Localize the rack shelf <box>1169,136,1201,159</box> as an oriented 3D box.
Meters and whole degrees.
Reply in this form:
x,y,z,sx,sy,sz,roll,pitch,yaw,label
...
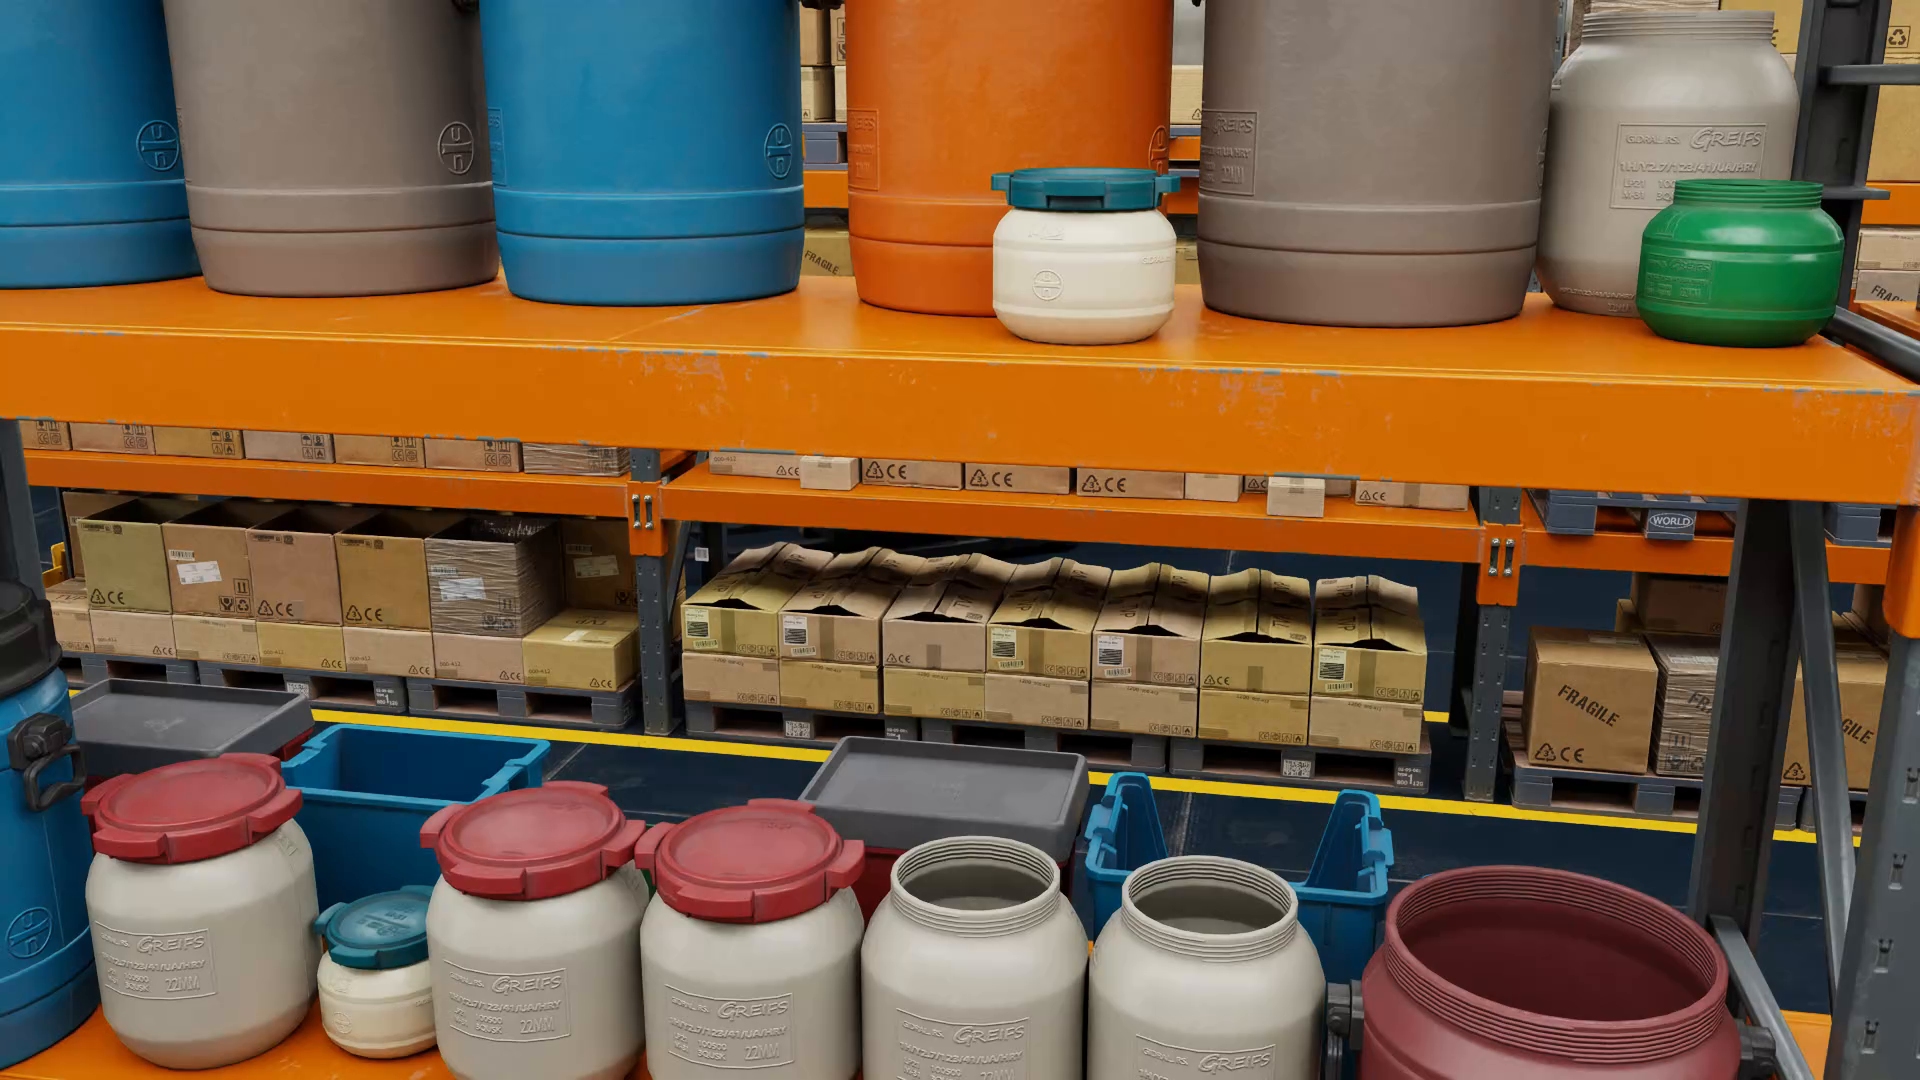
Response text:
x,y,z,sx,sy,sz,roll,pitch,yaw,label
1.506,-2.871,12.464,4.000,0.370,1.077,3,16,11,rack shelf

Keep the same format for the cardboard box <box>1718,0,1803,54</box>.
x,y,z,sx,sy,sz,roll,pitch,yaw,label
3.408,-2.293,6.971,0.500,0.500,0.500,3,16,11,cardboard box

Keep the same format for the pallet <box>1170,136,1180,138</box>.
x,y,z,sx,sy,sz,roll,pitch,yaw,label
1.147,-3.118,12.362,1.003,0.211,1.213,3,16,11,pallet

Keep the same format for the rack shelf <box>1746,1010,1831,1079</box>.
x,y,z,sx,sy,sz,roll,pitch,yaw,label
3.452,1.379,2.741,4.000,0.370,1.077,3,16,11,rack shelf

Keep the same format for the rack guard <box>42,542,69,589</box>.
x,y,z,sx,sy,sz,roll,pitch,yaw,label
-5.381,0.409,9.580,0.348,0.500,1.175,3,16,11,rack guard

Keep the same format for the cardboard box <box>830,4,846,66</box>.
x,y,z,sx,sy,sz,roll,pitch,yaw,label
-0.278,-2.452,7.694,0.500,0.500,0.500,5,16,16,cardboard box

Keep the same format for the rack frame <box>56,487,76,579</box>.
x,y,z,sx,sy,sz,roll,pitch,yaw,label
-5.357,-0.795,9.242,0.127,3.000,1.000,3,16,11,rack frame

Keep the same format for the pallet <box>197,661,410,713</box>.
x,y,z,sx,sy,sz,roll,pitch,yaw,label
-3.407,0.644,9.271,1.213,0.211,1.003,3,16,11,pallet

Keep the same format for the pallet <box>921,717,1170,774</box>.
x,y,z,sx,sy,sz,roll,pitch,yaw,label
0.492,0.855,8.509,1.213,0.211,1.003,3,16,11,pallet

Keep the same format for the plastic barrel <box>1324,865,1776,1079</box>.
x,y,z,sx,sy,sz,roll,pitch,yaw,label
0.977,0.915,2.813,0.708,0.536,0.600,3,16,11,plastic barrel

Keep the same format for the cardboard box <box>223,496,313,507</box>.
x,y,z,sx,sy,sz,roll,pitch,yaw,label
-3.789,-0.033,9.453,0.500,0.500,0.500,3,16,11,cardboard box

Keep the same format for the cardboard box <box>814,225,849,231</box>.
x,y,z,sx,sy,sz,roll,pitch,yaw,label
-0.873,-2.256,13.358,0.500,0.500,0.500,3,16,10,cardboard box

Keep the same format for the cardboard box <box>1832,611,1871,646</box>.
x,y,z,sx,sy,sz,roll,pitch,yaw,label
3.953,0.639,7.923,0.500,0.500,0.500,3,16,9,cardboard box

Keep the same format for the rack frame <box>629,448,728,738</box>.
x,y,z,sx,sy,sz,roll,pitch,yaw,label
-1.437,-0.582,8.474,0.127,3.000,1.000,3,16,11,rack frame

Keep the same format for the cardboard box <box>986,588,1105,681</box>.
x,y,z,sx,sy,sz,roll,pitch,yaw,label
0.425,0.439,8.101,0.500,0.311,0.500,4,16,13,cardboard box

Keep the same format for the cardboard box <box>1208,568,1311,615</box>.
x,y,z,sx,sy,sz,roll,pitch,yaw,label
1.511,0.353,8.413,0.500,0.311,0.500,3,16,10,cardboard box

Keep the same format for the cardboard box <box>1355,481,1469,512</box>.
x,y,z,sx,sy,sz,roll,pitch,yaw,label
2.135,-0.357,7.829,0.500,0.311,0.500,4,16,15,cardboard box

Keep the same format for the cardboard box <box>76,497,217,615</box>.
x,y,z,sx,sy,sz,roll,pitch,yaw,label
-4.386,0.079,9.046,0.500,0.500,0.500,3,16,11,cardboard box

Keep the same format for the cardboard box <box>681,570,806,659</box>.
x,y,z,sx,sy,sz,roll,pitch,yaw,label
-1.082,0.358,8.395,0.500,0.311,0.500,3,16,11,cardboard box

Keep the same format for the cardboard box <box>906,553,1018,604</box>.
x,y,z,sx,sy,sz,roll,pitch,yaw,label
0.016,0.270,8.711,0.500,0.311,0.500,3,16,11,cardboard box

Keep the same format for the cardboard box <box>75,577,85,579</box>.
x,y,z,sx,sy,sz,roll,pitch,yaw,label
-4.773,0.279,9.729,0.500,0.250,0.500,3,16,11,cardboard box

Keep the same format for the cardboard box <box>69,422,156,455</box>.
x,y,z,sx,sy,sz,roll,pitch,yaw,label
-4.387,-0.788,9.031,0.500,0.500,0.700,4,16,13,cardboard box

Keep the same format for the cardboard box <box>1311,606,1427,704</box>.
x,y,z,sx,sy,sz,roll,pitch,yaw,label
1.920,0.520,7.810,0.500,0.311,0.500,4,16,13,cardboard box

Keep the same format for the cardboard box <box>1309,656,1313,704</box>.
x,y,z,sx,sy,sz,roll,pitch,yaw,label
1.535,0.622,8.490,0.500,0.250,0.500,3,16,10,cardboard box

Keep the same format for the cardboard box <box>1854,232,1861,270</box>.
x,y,z,sx,sy,sz,roll,pitch,yaw,label
5.878,-2.030,11.514,0.500,0.250,0.500,3,16,12,cardboard box

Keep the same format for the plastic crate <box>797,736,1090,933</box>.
x,y,z,sx,sy,sz,roll,pitch,yaw,label
-0.031,0.730,3.619,0.583,0.464,0.402,3,16,11,plastic crate

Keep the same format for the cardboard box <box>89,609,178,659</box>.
x,y,z,sx,sy,sz,roll,pitch,yaw,label
-4.385,0.440,9.147,0.500,0.250,0.500,3,16,11,cardboard box

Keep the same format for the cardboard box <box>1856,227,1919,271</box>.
x,y,z,sx,sy,sz,roll,pitch,yaw,label
6.378,-2.003,11.416,0.500,0.250,0.500,3,16,12,cardboard box

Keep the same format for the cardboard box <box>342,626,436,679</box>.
x,y,z,sx,sy,sz,roll,pitch,yaw,label
-2.916,0.521,8.855,0.500,0.250,0.500,3,16,11,cardboard box

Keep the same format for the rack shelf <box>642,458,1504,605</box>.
x,y,z,sx,sy,sz,roll,pitch,yaw,label
0.523,-0.129,8.186,4.000,0.370,1.077,3,16,11,rack shelf

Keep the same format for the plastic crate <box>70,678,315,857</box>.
x,y,z,sx,sy,sz,roll,pitch,yaw,label
-1.893,0.628,3.984,0.583,0.464,0.402,3,16,11,plastic crate

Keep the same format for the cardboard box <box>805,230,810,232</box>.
x,y,z,sx,sy,sz,roll,pitch,yaw,label
-1.469,-2.146,12.959,0.500,0.500,0.500,3,16,11,cardboard box

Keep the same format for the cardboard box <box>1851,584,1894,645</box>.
x,y,z,sx,sy,sz,roll,pitch,yaw,label
4.505,0.306,7.723,0.500,0.250,0.500,3,16,10,cardboard box

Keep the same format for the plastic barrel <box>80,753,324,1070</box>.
x,y,z,sx,sy,sz,roll,pitch,yaw,label
-1.534,0.756,3.388,0.433,0.535,0.433,0,15,0,plastic barrel

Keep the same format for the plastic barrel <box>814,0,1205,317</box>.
x,y,z,sx,sy,sz,roll,pitch,yaw,label
0.089,-0.861,3.059,0.708,0.830,0.600,3,16,11,plastic barrel

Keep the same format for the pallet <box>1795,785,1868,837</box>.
x,y,z,sx,sy,sz,roll,pitch,yaw,label
4.398,1.090,7.663,1.213,0.211,1.003,3,16,11,pallet

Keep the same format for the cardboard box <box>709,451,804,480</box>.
x,y,z,sx,sy,sz,roll,pitch,yaw,label
-0.946,-0.495,8.441,0.500,0.250,0.500,4,16,15,cardboard box

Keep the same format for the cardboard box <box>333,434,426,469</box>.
x,y,z,sx,sy,sz,roll,pitch,yaw,label
-2.882,-0.706,8.735,0.500,0.500,0.700,3,16,12,cardboard box

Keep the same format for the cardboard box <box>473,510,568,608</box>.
x,y,z,sx,sy,sz,roll,pitch,yaw,label
-2.321,0.048,9.158,0.500,0.500,0.500,3,16,11,cardboard box

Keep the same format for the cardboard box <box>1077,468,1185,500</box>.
x,y,z,sx,sy,sz,roll,pitch,yaw,label
0.835,-0.502,7.999,0.500,0.500,0.500,2,16,8,cardboard box

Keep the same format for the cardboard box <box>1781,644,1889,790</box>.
x,y,z,sx,sy,sz,roll,pitch,yaw,label
3.876,0.777,7.427,0.500,0.500,0.500,3,16,10,cardboard box

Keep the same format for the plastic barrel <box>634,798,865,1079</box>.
x,y,z,sx,sy,sz,roll,pitch,yaw,label
-0.391,0.818,3.164,0.433,0.535,0.433,0,15,0,plastic barrel

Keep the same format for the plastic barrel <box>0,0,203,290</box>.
x,y,z,sx,sy,sz,roll,pitch,yaw,label
-1.887,-1.003,3.437,0.708,0.901,0.600,3,16,11,plastic barrel

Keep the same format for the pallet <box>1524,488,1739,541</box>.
x,y,z,sx,sy,sz,roll,pitch,yaw,label
3.161,-0.259,7.668,1.003,0.211,1.213,3,16,11,pallet

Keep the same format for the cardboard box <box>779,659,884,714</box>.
x,y,z,sx,sy,sz,roll,pitch,yaw,label
-0.591,0.655,8.374,0.500,0.250,0.500,4,16,12,cardboard box

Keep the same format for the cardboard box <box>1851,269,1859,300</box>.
x,y,z,sx,sy,sz,roll,pitch,yaw,label
5.891,-1.666,11.605,0.500,0.500,0.500,3,16,11,cardboard box

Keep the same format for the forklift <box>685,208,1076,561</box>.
x,y,z,sx,sy,sz,roll,pitch,yaw,label
-0.604,-1.323,11.277,3.031,2.935,1.130,-7,17,-25,forklift

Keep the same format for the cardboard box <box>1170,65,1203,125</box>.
x,y,z,sx,sy,sz,roll,pitch,yaw,label
0.951,-2.011,7.507,0.500,0.250,0.500,3,16,10,cardboard box

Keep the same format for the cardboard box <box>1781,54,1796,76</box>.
x,y,z,sx,sy,sz,roll,pitch,yaw,label
3.416,-1.821,7.142,0.500,0.500,0.910,3,16,11,cardboard box

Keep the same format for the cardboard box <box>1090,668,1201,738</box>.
x,y,z,sx,sy,sz,roll,pitch,yaw,label
0.920,0.735,8.083,0.500,0.250,0.500,3,16,12,cardboard box

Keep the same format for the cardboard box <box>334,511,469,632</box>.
x,y,z,sx,sy,sz,roll,pitch,yaw,label
-2.914,0.157,8.767,0.500,0.500,0.500,3,16,11,cardboard box
